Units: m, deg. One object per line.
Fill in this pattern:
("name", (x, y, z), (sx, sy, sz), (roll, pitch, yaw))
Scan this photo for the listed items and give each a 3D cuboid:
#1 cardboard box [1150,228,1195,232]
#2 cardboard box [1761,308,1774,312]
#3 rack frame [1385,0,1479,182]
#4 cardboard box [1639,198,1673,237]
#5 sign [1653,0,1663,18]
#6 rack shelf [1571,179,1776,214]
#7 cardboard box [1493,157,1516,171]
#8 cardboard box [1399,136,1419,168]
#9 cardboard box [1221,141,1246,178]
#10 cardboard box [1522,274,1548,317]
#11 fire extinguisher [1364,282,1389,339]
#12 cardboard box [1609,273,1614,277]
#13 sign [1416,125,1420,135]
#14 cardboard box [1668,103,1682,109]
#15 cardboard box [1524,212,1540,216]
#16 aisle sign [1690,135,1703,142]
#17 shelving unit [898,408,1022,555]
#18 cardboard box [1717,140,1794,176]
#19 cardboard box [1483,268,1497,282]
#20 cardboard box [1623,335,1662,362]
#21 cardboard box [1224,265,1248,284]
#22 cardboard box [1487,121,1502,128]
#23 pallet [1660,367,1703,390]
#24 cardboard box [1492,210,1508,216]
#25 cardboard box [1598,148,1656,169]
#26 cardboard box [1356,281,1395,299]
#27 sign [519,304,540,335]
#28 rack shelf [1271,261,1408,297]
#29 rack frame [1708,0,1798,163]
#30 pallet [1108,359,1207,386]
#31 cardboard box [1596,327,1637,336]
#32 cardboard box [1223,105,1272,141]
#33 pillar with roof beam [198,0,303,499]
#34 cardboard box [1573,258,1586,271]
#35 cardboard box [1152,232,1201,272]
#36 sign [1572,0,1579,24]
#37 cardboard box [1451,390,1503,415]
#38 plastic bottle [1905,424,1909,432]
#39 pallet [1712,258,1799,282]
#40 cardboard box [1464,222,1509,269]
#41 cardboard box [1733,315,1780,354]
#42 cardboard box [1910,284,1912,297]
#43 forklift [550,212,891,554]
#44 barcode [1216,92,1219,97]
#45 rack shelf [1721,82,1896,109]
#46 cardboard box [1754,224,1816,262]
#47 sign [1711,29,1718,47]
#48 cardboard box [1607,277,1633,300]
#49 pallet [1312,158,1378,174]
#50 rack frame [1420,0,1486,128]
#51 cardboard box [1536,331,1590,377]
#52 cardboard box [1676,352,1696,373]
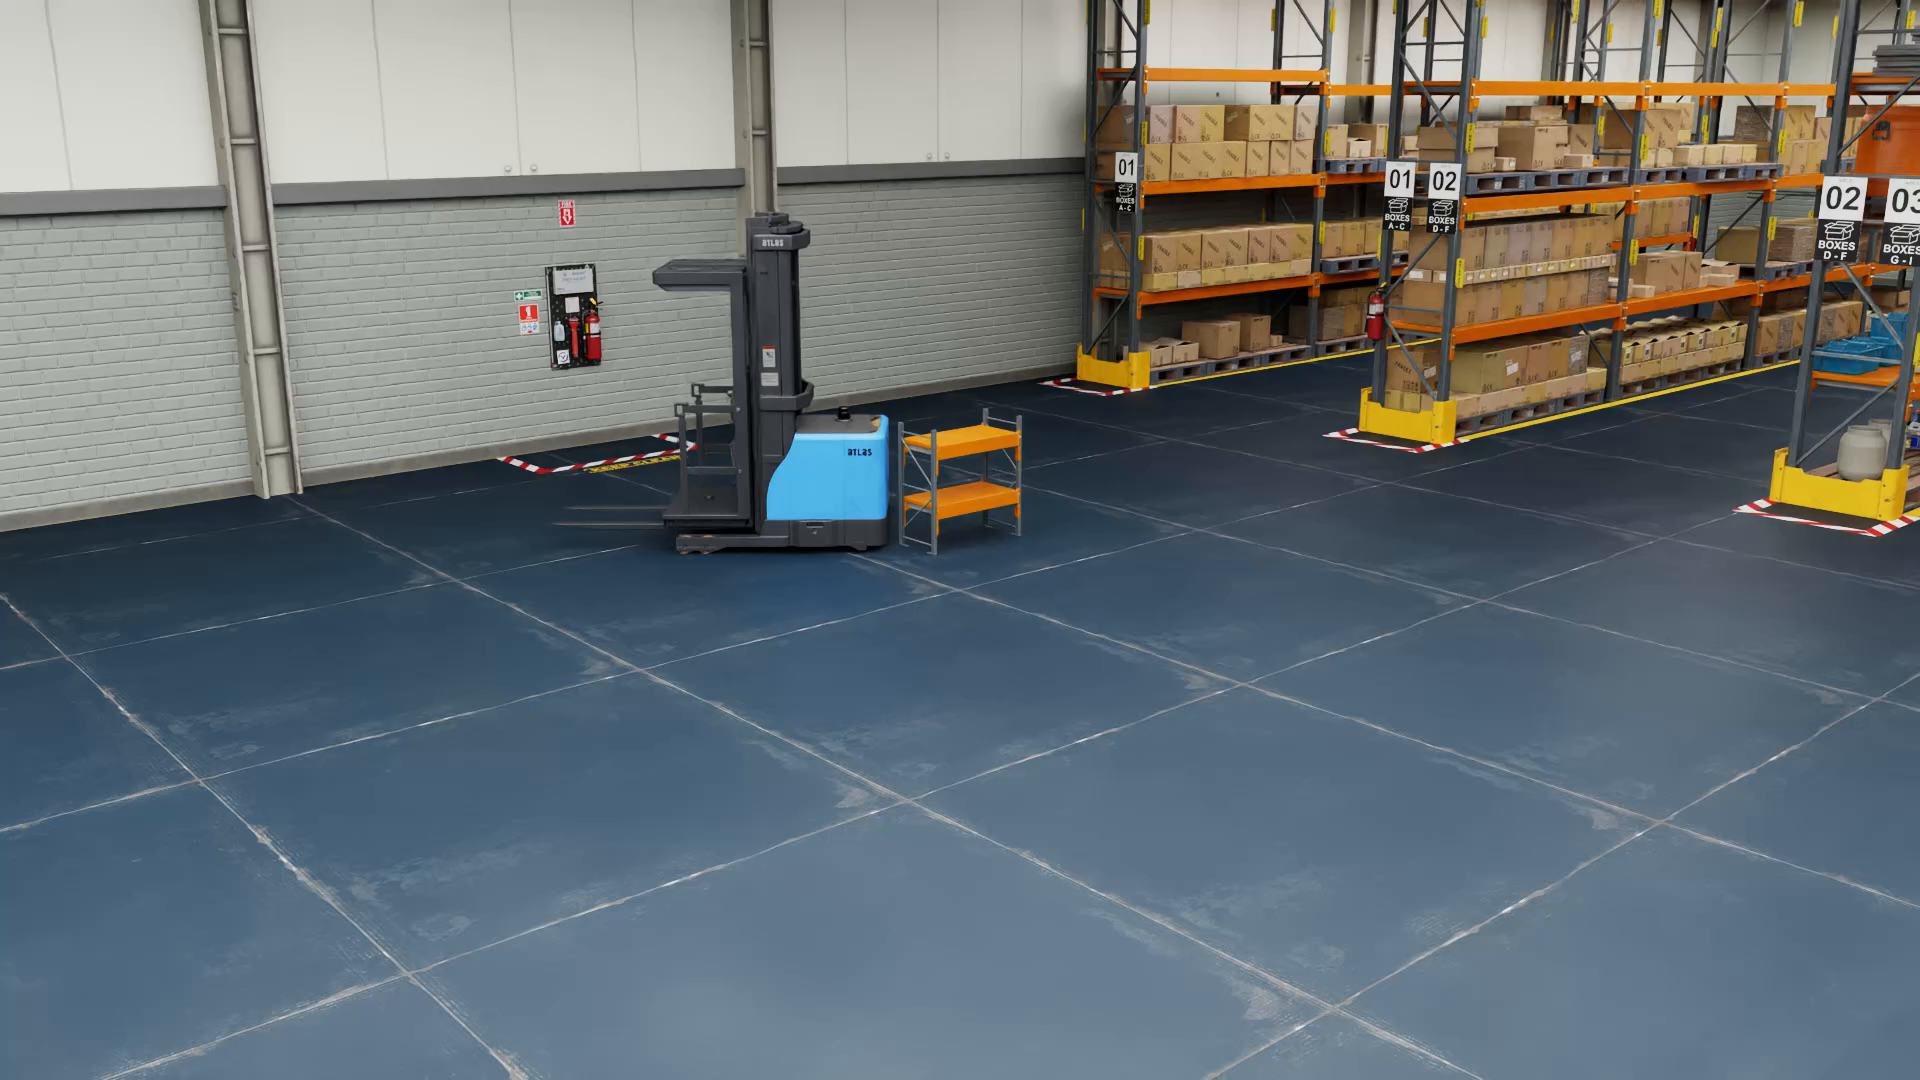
("cardboard box", (3.100, -4.265, 24.203), (0.500, 0.500, 0.500), (-13, 20, -41))
("cardboard box", (12.342, -3.361, 26.010), (0.500, 0.500, 0.500), (-14, 20, -41))
("rack frame", (5.365, -5.607, 18.804), (0.127, 3.000, 1.000), (-13, 19, -39))
("cardboard box", (13.261, -6.314, 32.495), (0.700, 0.700, 0.980), (-13, 20, -40))
("sign", (8.728, -6.700, 20.780), (0.005, 0.325, 0.100), (-13, 19, -39))
("rack shelf", (9.891, -4.827, 23.089), (4.000, 0.370, 1.077), (-13, 19, -39))
("cardboard box", (6.368, -4.472, 19.769), (0.250, 0.149, 0.380), (-13, 19, -39))
("cardboard box", (7.107, -6.335, 27.103), (0.637, 0.503, 0.797), (-9, 18, -32))
("cardboard box", (3.735, -5.455, 23.816), (0.500, 0.500, 0.500), (-11, 19, -36))
("cardboard box", (6.892, -3.096, 20.836), (0.500, 0.500, 0.700), (-12, 19, -38))
("fire extinguisher", (4.971, -2.742, 19.852), (0.183, 0.674, 0.296), (-13, 19, -39))
("cardboard box", (12.176, -4.892, 31.781), (0.500, 0.500, 0.700), (-13, 20, -40))
("sign", (7.787, -6.874, 28.206), (0.005, 0.325, 0.100), (-13, 19, -39))
("cardboard box", (13.423, -8.113, 31.830), (0.500, 0.500, 0.500), (-12, 19, -38))
("cardboard box", (9.844, -5.522, 29.303), (0.500, 0.500, 0.500), (-12, 19, -38))
("aisle sign", (14.432, -7.593, 32.825), (0.004, 0.787, 0.394), (-13, 19, -39))
("shelving unit", (0.005, -0.545, 15.109), (1.048, 1.125, 0.538), (-13, 19, -39))
("cardboard box", (11.707, -5.642, 24.553), (0.500, 0.500, 0.910), (-13, 19, -39))
("cardboard box", (6.189, -3.182, 19.900), (0.250, 0.149, 0.380), (-13, 19, -39))
("cardboard box", (9.239, -2.637, 22.738), (0.500, 0.311, 0.500), (-13, 20, -40))
("cardboard box", (3.840, -3.892, 24.259), (0.500, 0.250, 0.500), (-12, 19, -39))
("cardboard box", (8.839, -6.931, 28.527), (0.500, 0.500, 0.700), (-14, 20, -42))
("pallet", (9.834, -2.379, 23.749), (1.213, 0.211, 1.003), (-13, 19, -39))
("cardboard box", (9.062, -5.710, 28.551), (0.500, 0.250, 0.500), (-13, 20, -40))
("cardboard box", (8.854, -5.069, 22.077), (0.500, 0.250, 0.500), (-10, 18, -34))
("cardboard box", (6.781, -4.090, 27.289), (0.500, 0.250, 0.500), (-13, 20, -40))
("sign", (-4.830, -2.476, 18.636), (0.234, 0.329, 0.001), (-13, 19, -39))
("rack shelf", (6.637, -4.341, 27.085), (4.000, 0.370, 1.077), (-13, 19, -39))
("rack frame", (11.400, -6.962, 23.878), (0.127, 3.000, 1.000), (-13, 19, -39))
("pallet", (2.804, -2.469, 24.084), (1.213, 0.211, 1.003), (-13, 19, -39))
("cardboard box", (9.266, -2.830, 23.459), (0.500, 0.311, 0.500), (-13, 20, -40))
("cardboard box", (4.134, -6.017, 23.982), (0.500, 0.500, 0.500), (-14, 20, -41))
("pillar with roof beam", (-4.156, -3.987, 12.739), (0.400, 9.000, 9.100), (-13, 19, -39))
("cardboard box", (7.737, -3.529, 21.200), (0.250, 0.149, 0.380), (-13, 20, -39))
("cardboard box", (3.047, -4.076, 23.496), (0.500, 0.500, 0.500), (-13, 19, -39))
("sign", (8.017, -6.878, 21.598), (0.005, 0.325, 0.100), (-13, 19, -39))
("cardboard box", (6.290, -1.716, 20.377), (0.500, 0.250, 0.500), (-13, 19, -39))
("plastic bottle", (10.287, -1.194, 18.189), (0.185, 0.351, 0.144), (-13, 20, -40))
("pallet", (11.865, -4.100, 25.158), (1.003, 0.211, 1.213), (-13, 19, -39))
("cardboard box", (6.159, -3.560, 20.056), (0.500, 0.500, 0.700), (-13, 20, -41))
("cardboard box", (11.931, -3.090, 24.998), (0.500, 0.500, 0.500), (-12, 19, -37))
("cardboard box", (17.187, -4.284, 29.467), (0.500, 0.500, 0.500), (-13, 19, -39))
("forklift", (-2.164, -1.427, 14.915), (3.031, 2.935, 1.130), (0, 15, 0))
("barcode", (3.797, -6.565, 24.523), (0.075, 0.075, 0.001), (-13, 19, -39))
("rack shelf", (12.909, -6.760, 25.291), (4.000, 0.370, 1.077), (-13, 19, -39))
("cardboard box", (12.617, -4.562, 25.507), (0.500, 0.500, 0.700), (-9, 17, -29))
("sign", (14.526, -9.663, 32.024), (0.005, 0.325, 0.100), (-13, 19, -39))
("cardboard box", (8.725, -3.406, 22.479), (0.500, 0.250, 0.500), (-11, 19, -36))
("pallet", (5.664, -5.792, 25.674), (1.003, 0.211, 1.213), (-13, 19, -39))
("rack frame", (8.146, -7.926, 27.486), (0.127, 3.000, 1.000), (-13, 19, -39))
("cardboard box", (7.791, -2.420, 21.557), (0.500, 0.500, 0.500), (-13, 19, -39))
("cardboard box", (10.009, -2.542, 23.467), (0.500, 0.250, 0.500), (-12, 19, -38))
